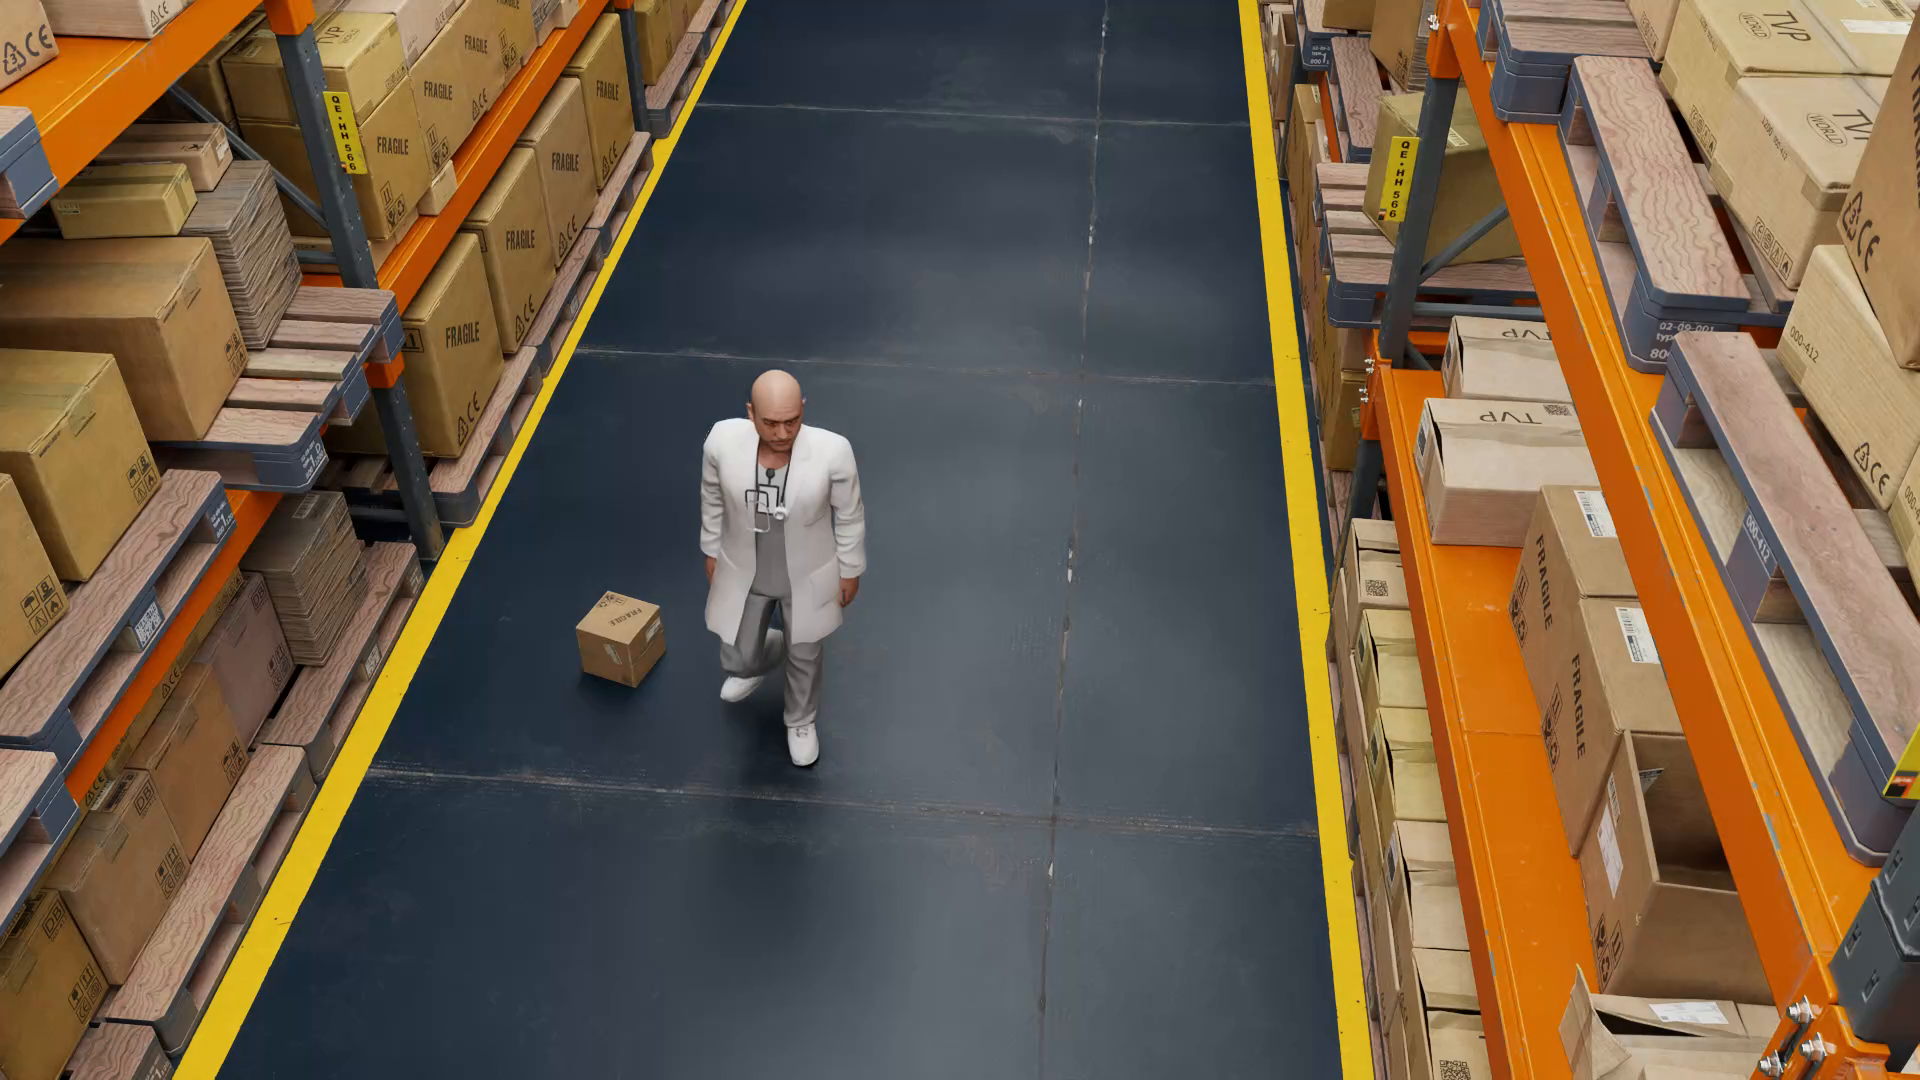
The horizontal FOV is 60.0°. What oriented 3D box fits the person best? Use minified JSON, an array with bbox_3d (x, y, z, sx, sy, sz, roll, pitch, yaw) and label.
[{"bbox_3d":[-0.648,0.068,6.072,0.628,1.772,0.578,2,40,3],"label":"person"}]
